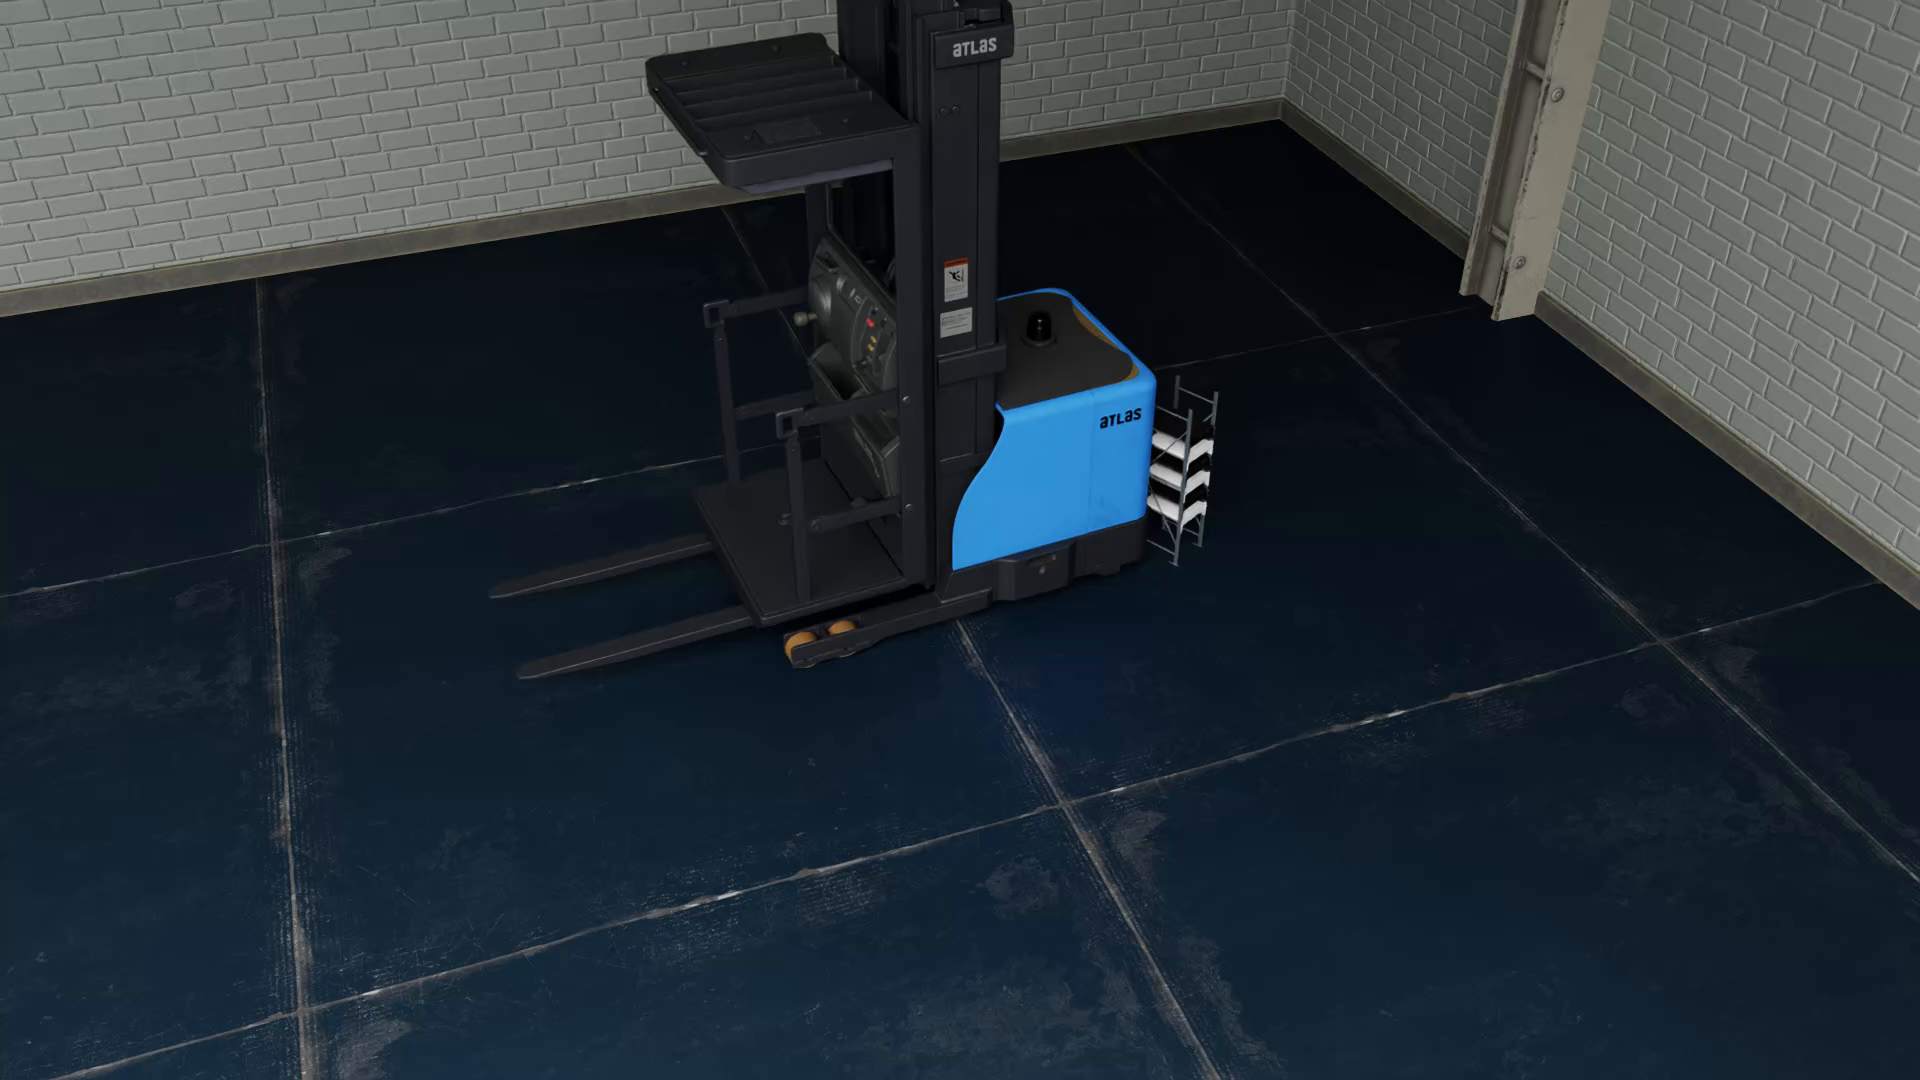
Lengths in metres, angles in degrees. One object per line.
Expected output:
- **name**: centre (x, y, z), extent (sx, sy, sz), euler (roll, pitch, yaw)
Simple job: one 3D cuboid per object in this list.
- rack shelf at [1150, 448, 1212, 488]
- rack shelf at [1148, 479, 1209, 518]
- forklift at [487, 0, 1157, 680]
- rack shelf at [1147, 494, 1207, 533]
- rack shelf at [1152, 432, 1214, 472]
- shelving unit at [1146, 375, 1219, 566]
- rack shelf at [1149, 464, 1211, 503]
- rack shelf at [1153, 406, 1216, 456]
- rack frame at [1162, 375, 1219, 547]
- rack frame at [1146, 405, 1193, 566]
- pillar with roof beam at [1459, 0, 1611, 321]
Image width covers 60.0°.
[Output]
- **rack shelf**: centre (1.042, -0.372, 7.962), extent (0.258, 0.077, 0.200), euler (29, 45, 32)
- **rack shelf**: centre (1.042, -0.228, 8.070), extent (0.258, 0.077, 0.200), euler (29, 45, 32)
- **forklift**: centre (-0.653, -0.952, 7.138), extent (3.031, 2.935, 1.130), euler (-15, 40, -19)
- **rack shelf**: centre (1.042, -0.156, 8.124), extent (0.258, 0.077, 0.200), euler (29, 45, 32)
- **rack shelf**: centre (1.043, -0.444, 7.908), extent (0.258, 0.077, 0.200), euler (29, 45, 32)
- **shelving unit**: centre (1.042, -0.327, 7.996), extent (0.258, 0.900, 0.210), euler (29, 45, 32)
- **rack shelf**: centre (1.042, -0.300, 8.016), extent (0.258, 0.077, 0.200), euler (29, 45, 32)
- **rack shelf**: centre (1.043, -0.516, 7.853), extent (0.258, 0.077, 0.200), euler (29, 45, 32)
- **rack frame**: centre (1.111, -0.372, 8.056), extent (0.240, 0.900, 0.006), euler (29, 45, 32)
- **rack frame**: centre (0.974, -0.281, 7.935), extent (0.240, 0.900, 0.006), euler (29, 45, 32)
- **pillar with roof beam**: centre (-0.723, -4.171, 6.368), extent (9.100, 9.000, 0.400), euler (-12, 39, -16)
